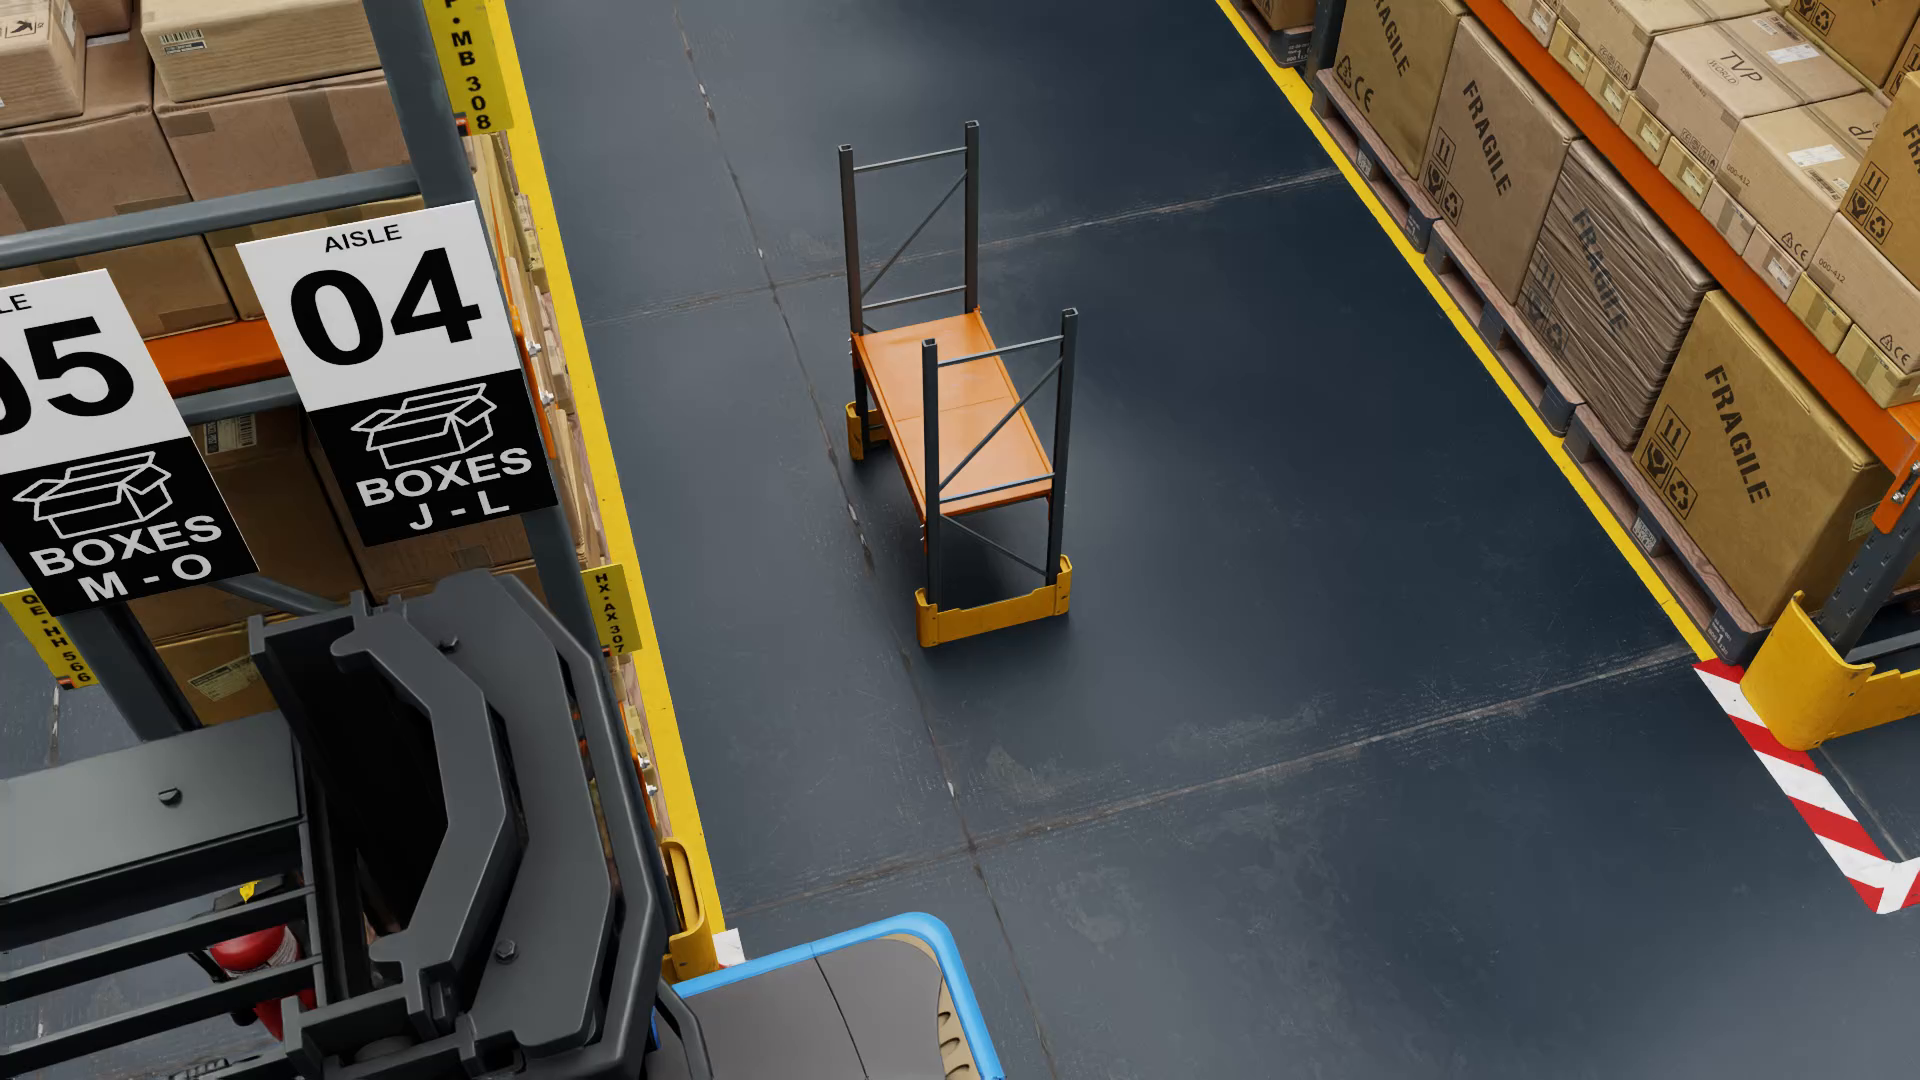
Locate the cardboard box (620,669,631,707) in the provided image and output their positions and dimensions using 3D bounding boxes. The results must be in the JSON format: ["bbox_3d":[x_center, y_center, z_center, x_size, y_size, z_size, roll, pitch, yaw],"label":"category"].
[{"bbox_3d":[-1.267,0.603,5.465,0.380,0.149,0.250,-14,51,-11],"label":"cardboard box"}]

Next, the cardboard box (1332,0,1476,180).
[{"bbox_3d":[2.374,-2.350,7.674,0.875,0.875,0.875,-13,51,-11],"label":"cardboard box"}]

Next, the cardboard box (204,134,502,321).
[{"bbox_3d":[-1.218,-0.735,3.334,0.500,0.250,0.500,-12,51,-10],"label":"cardboard box"}]

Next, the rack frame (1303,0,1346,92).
[{"bbox_3d":[2.255,-3.400,7.444,1.000,3.000,0.127,-13,51,-11],"label":"rack frame"}]

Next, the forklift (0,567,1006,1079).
[{"bbox_3d":[-1.306,1.420,3.426,3.031,2.935,1.130,-15,51,-12],"label":"forklift"}]

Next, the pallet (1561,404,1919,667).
[{"bbox_3d":[3.127,-0.146,6.525,1.003,0.211,1.213,-13,51,-11],"label":"pallet"}]

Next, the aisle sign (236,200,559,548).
[{"bbox_3d":[-1.022,-0.283,3.116,0.394,0.787,0.004,-13,51,-11],"label":"aisle sign"}]

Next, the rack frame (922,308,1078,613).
[{"bbox_3d":[0.125,-0.174,5.706,0.500,1.500,0.032,-13,51,-11],"label":"rack frame"}]

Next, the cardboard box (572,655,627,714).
[{"bbox_3d":[-1.113,0.339,4.456,0.380,0.149,0.250,-14,51,-11],"label":"cardboard box"}]

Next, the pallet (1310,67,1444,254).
[{"bbox_3d":[2.405,-1.928,8.027,1.003,0.211,1.213,-13,51,-11],"label":"pallet"}]

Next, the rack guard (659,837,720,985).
[{"bbox_3d":[-1.352,1.319,5.100,1.175,0.500,0.348,-13,51,-11],"label":"rack guard"}]

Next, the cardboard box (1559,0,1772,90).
[{"bbox_3d":[2.583,-1.942,6.118,0.500,0.250,0.500,-13,51,-11],"label":"cardboard box"}]

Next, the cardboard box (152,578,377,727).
[{"bbox_3d":[-1.709,0.171,4.174,0.500,0.500,0.500,-12,51,-10],"label":"cardboard box"}]

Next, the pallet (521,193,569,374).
[{"bbox_3d":[-2.280,-0.971,7.220,1.003,0.211,1.213,-13,51,-11],"label":"pallet"}]

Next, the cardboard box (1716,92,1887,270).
[{"bbox_3d":[2.892,-1.191,5.485,0.500,0.250,0.500,-14,51,-12],"label":"cardboard box"}]

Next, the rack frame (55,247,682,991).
[{"bbox_3d":[-1.330,0.569,4.098,1.000,3.000,0.127,-13,51,-11],"label":"rack frame"}]

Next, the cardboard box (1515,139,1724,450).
[{"bbox_3d":[2.903,-1.043,6.572,0.875,0.875,0.875,-13,51,-11],"label":"cardboard box"}]

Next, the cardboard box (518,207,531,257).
[{"bbox_3d":[-1.965,-1.202,6.792,0.380,0.149,0.250,-14,51,-11],"label":"cardboard box"}]

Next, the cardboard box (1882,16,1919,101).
[{"bbox_3d":[3.406,-1.545,5.293,0.500,0.500,0.500,-14,51,-12],"label":"cardboard box"}]

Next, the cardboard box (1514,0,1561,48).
[{"bbox_3d":[2.409,-2.081,6.497,0.380,0.149,0.250,-13,51,-11],"label":"cardboard box"}]

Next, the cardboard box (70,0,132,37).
[{"bbox_3d":[-1.709,-1.013,2.980,0.380,0.149,0.250,-13,51,-10],"label":"cardboard box"}]

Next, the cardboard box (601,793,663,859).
[{"bbox_3d":[-1.179,0.898,5.411,0.380,0.149,0.250,-12,51,-10],"label":"cardboard box"}]

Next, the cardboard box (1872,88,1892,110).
[{"bbox_3d":[3.394,-1.316,5.591,0.500,0.250,0.500,-14,51,-11],"label":"cardboard box"}]

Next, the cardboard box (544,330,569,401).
[{"bbox_3d":[-1.703,-0.624,6.304,0.380,0.149,0.250,-15,51,-12],"label":"cardboard box"}]

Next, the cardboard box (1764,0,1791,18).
[{"bbox_3d":[3.090,-2.063,6.221,0.500,0.250,0.500,-14,51,-12],"label":"cardboard box"}]

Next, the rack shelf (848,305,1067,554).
[{"bbox_3d":[-0.025,-0.430,6.156,0.538,0.185,1.000,-13,51,-11],"label":"rack shelf"}]

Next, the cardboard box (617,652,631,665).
[{"bbox_3d":[-1.309,0.314,5.514,0.380,0.149,0.250,-13,51,-11],"label":"cardboard box"}]

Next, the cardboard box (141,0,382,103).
[{"bbox_3d":[-1.208,-0.927,2.908,0.380,0.149,0.250,-14,51,-11],"label":"cardboard box"}]

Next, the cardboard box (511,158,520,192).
[{"bbox_3d":[-2.116,-1.506,7.243,0.380,0.149,0.250,-12,51,-10],"label":"cardboard box"}]

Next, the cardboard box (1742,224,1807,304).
[{"bbox_3d":[2.866,-0.957,5.549,0.380,0.149,0.250,-13,51,-11],"label":"cardboard box"}]

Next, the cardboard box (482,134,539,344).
[{"bbox_3d":[-1.364,-0.636,4.200,0.500,0.500,0.500,-12,51,-10],"label":"cardboard box"}]

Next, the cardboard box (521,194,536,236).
[{"bbox_3d":[-2.071,-1.359,7.314,0.380,0.149,0.250,-13,51,-11],"label":"cardboard box"}]

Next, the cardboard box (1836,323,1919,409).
[{"bbox_3d":[3.018,-0.583,5.234,0.380,0.149,0.250,-12,51,-10],"label":"cardboard box"}]

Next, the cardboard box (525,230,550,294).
[{"bbox_3d":[-1.928,-1.120,6.917,0.380,0.149,0.250,-15,51,-12],"label":"cardboard box"}]

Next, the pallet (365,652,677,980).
[{"bbox_3d":[-1.559,0.811,5.718,1.003,0.211,1.213,-13,51,-11],"label":"pallet"}]

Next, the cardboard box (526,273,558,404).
[{"bbox_3d":[-1.514,-0.695,4.904,0.500,0.500,0.500,-13,51,-10],"label":"cardboard box"}]

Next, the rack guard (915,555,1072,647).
[{"bbox_3d":[0.125,0.227,6.184,0.587,0.250,0.087,-13,51,-11],"label":"rack guard"}]

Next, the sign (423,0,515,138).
[{"bbox_3d":[-0.812,-0.802,2.720,0.100,0.325,0.005,-13,51,-11],"label":"sign"}]

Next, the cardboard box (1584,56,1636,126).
[{"bbox_3d":[2.566,-1.700,6.175,0.380,0.149,0.250,-12,51,-10],"label":"cardboard box"}]

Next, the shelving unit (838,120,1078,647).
[{"bbox_3d":[-0.023,-0.539,6.013,0.587,1.500,1.083,-13,51,-11],"label":"shelving unit"}]

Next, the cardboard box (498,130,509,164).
[{"bbox_3d":[-1.651,-1.393,4.838,0.500,0.500,0.500,-15,51,-12],"label":"cardboard box"}]

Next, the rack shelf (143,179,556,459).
[{"bbox_3d":[-1.921,-1.626,4.458,1.077,0.370,4.000,-13,51,-11],"label":"rack shelf"}]

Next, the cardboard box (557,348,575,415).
[{"bbox_3d":[-1.765,-0.603,6.676,0.380,0.149,0.250,-13,51,-11],"label":"cardboard box"}]

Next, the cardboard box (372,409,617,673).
[{"bbox_3d":[-1.199,0.051,4.275,0.500,0.500,0.500,-11,51,-9],"label":"cardboard box"}]

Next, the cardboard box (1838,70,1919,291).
[{"bbox_3d":[3.043,-1.064,4.888,0.500,0.500,0.500,-13,51,-11],"label":"cardboard box"}]

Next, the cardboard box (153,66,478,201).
[{"bbox_3d":[-1.214,-0.897,3.143,0.500,0.250,0.500,-13,51,-10],"label":"cardboard box"}]

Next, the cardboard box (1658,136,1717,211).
[{"bbox_3d":[2.715,-1.329,5.862,0.380,0.149,0.250,-14,51,-12],"label":"cardboard box"}]

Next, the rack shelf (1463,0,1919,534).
[{"bbox_3d":[2.847,-1.707,6.488,1.077,0.370,4.000,-13,51,-11],"label":"rack shelf"}]
